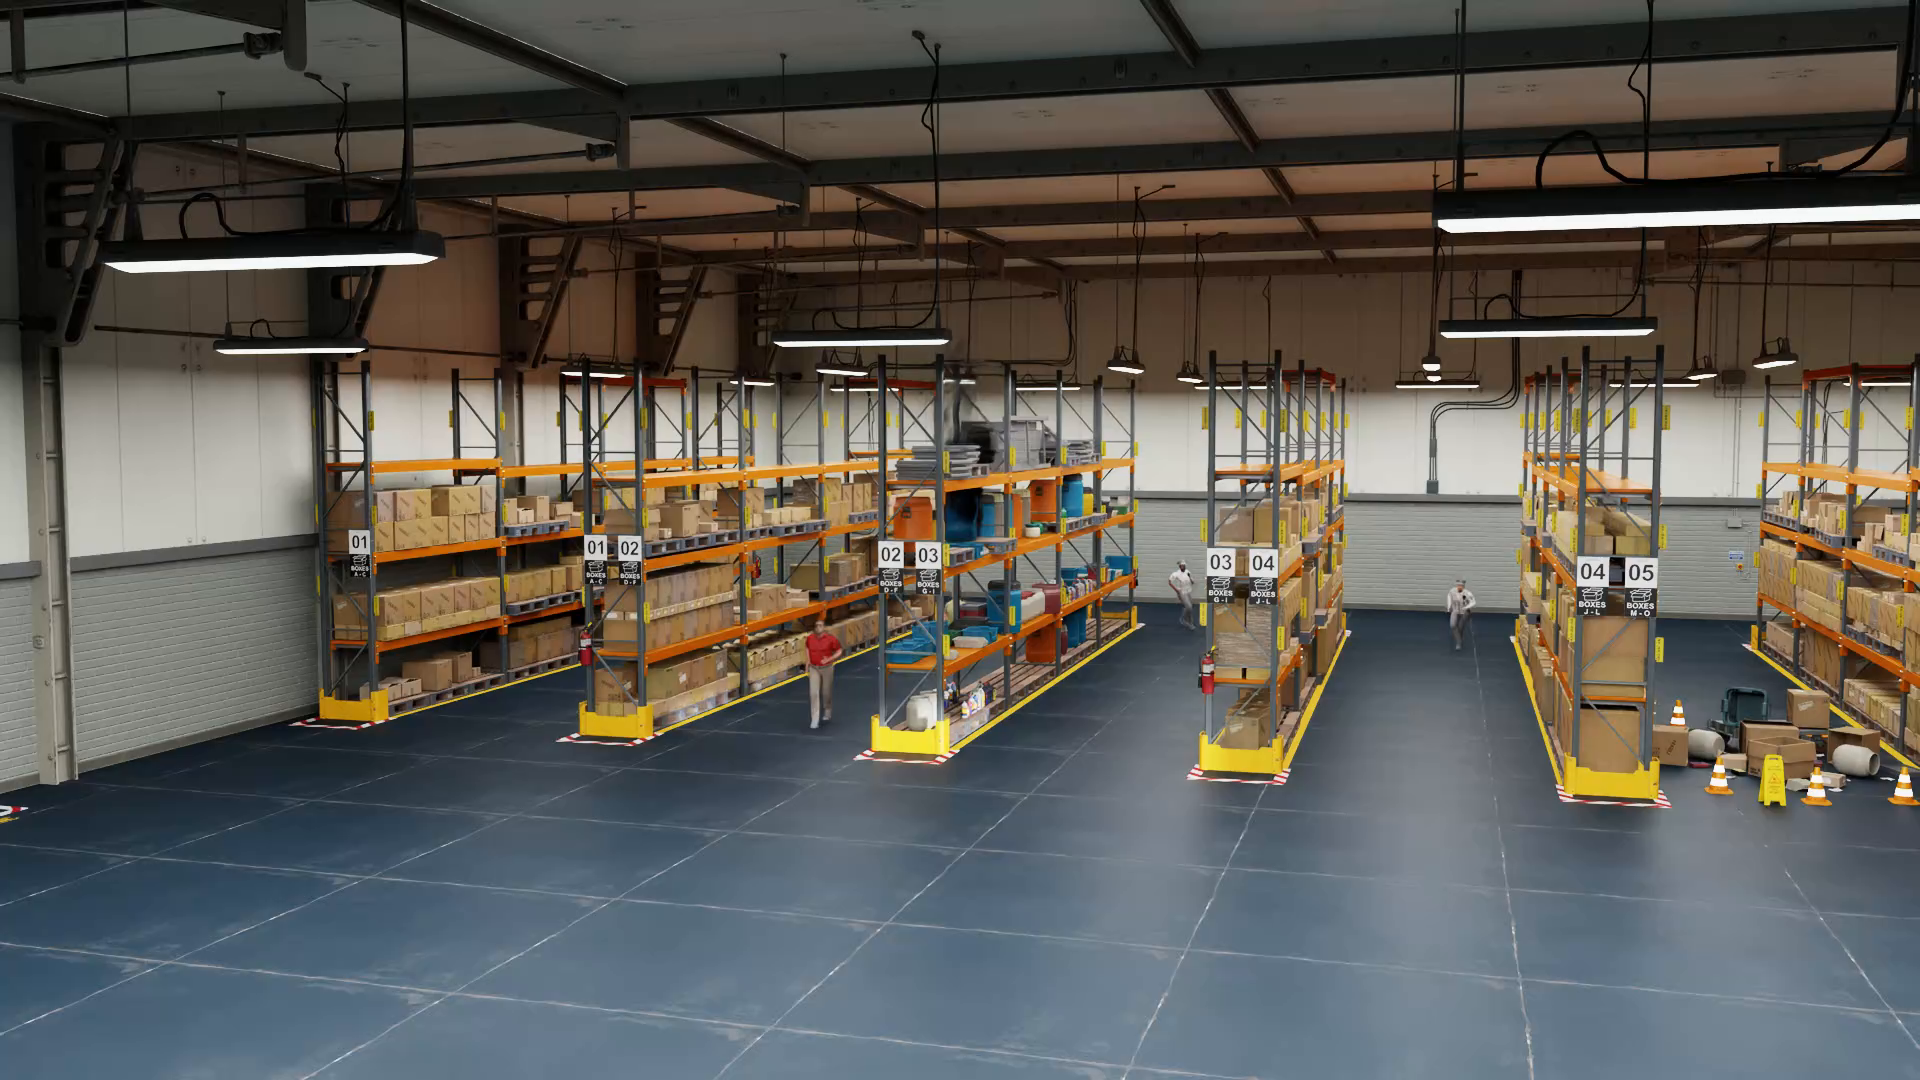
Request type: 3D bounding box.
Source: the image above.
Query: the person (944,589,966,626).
[{"bbox_3d":[-0.093,1.792,33.603,0.593,1.639,0.901,2,4,21],"label":"person"}]

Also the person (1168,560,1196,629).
[{"bbox_3d":[5.392,1.315,40.153,0.609,1.713,0.700,-3,5,-34],"label":"person"}]

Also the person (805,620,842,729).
[{"bbox_3d":[-2.248,2.192,27.382,0.653,1.784,0.830,0,4,6],"label":"person"}]

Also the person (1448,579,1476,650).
[{"bbox_3d":[11.089,1.632,36.722,0.638,1.601,0.876,2,5,29],"label":"person"}]
